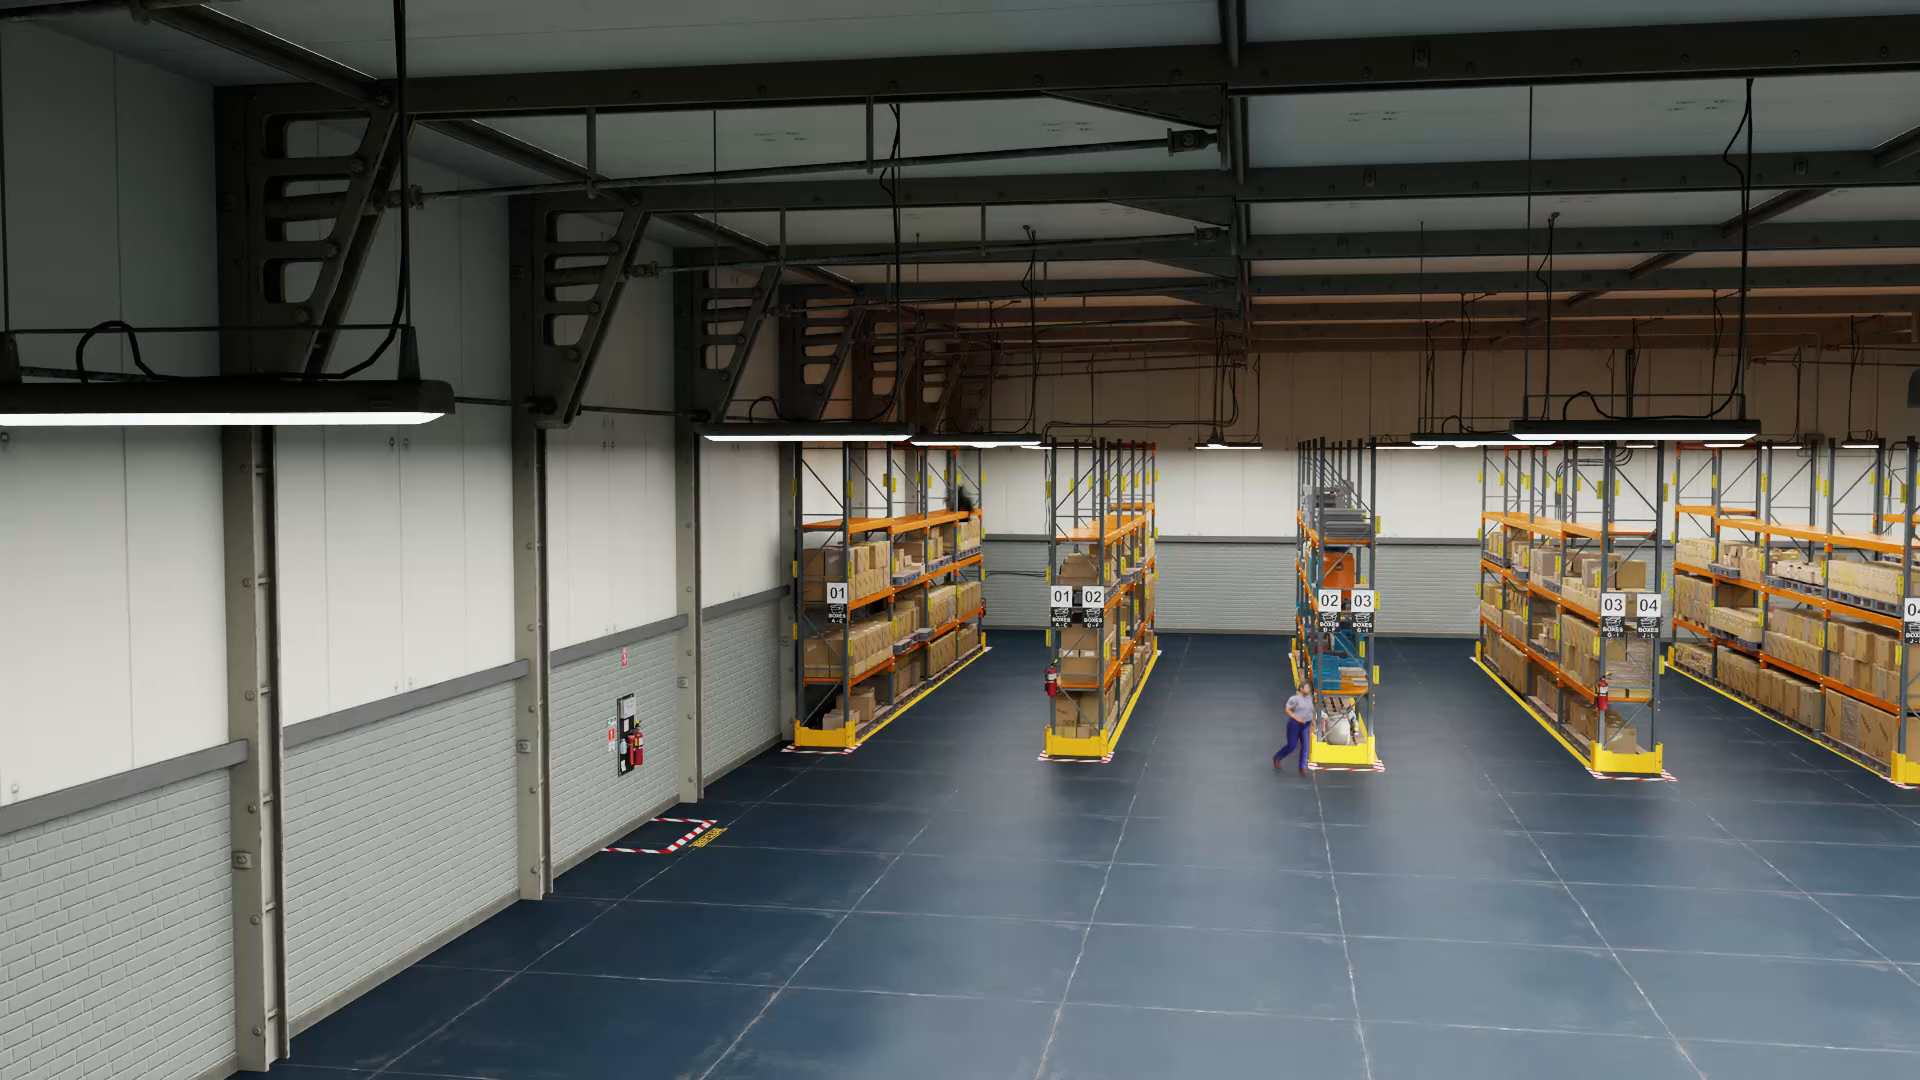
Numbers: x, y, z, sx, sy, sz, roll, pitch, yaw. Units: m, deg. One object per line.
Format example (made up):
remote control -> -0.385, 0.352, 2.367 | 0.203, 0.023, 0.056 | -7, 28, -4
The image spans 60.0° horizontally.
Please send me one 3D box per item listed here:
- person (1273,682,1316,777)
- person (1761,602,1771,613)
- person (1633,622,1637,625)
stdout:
person -> 6.075, 3.340, 29.675 | 0.696, 1.628, 0.829 | -2, 3, -29
person -> 21.862, 2.497, 45.423 | 0.675, 1.676, 0.706 | 0, 3, 9
person -> 18.726, 2.458, 45.689 | 0.915, 1.745, 0.748 | -1, 3, -18
